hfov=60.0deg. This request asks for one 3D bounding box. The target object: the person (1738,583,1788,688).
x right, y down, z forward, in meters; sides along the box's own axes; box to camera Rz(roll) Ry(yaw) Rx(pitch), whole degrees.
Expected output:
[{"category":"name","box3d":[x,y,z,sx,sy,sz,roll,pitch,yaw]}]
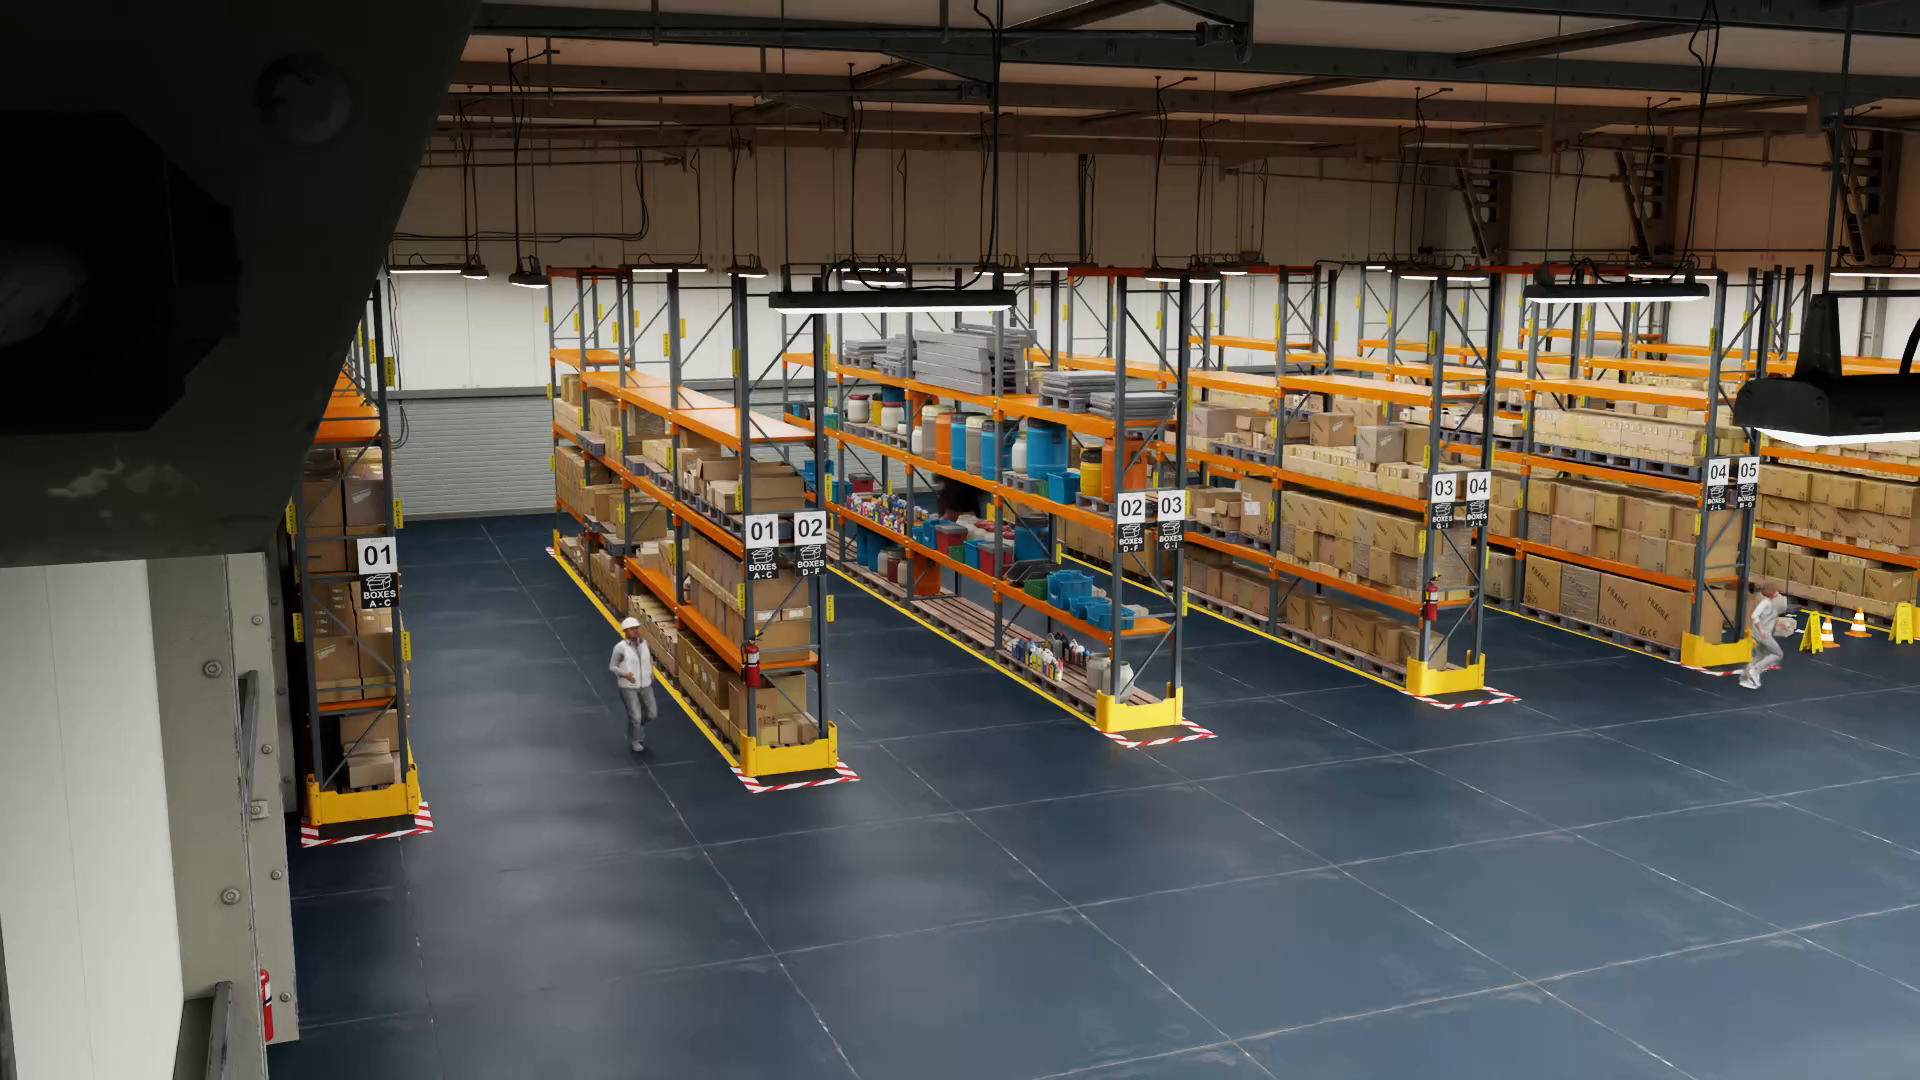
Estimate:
[{"category":"person","box3d":[11.726,1.394,24.221,0.612,1.554,0.501,4,11,21]}]

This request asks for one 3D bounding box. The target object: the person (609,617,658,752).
[{"category":"person","box3d":[-4.108,1.837,21.126,0.654,1.724,0.597,-8,13,-38]}]

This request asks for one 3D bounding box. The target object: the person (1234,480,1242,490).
[{"category":"person","box3d":[7.400,-2.048,43.372,0.985,1.753,0.725,-8,13,-39]}]

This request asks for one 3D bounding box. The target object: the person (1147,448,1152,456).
[{"category":"person","box3d":[4.451,-1.441,40.323,0.629,1.586,0.559,4,11,23]}]
